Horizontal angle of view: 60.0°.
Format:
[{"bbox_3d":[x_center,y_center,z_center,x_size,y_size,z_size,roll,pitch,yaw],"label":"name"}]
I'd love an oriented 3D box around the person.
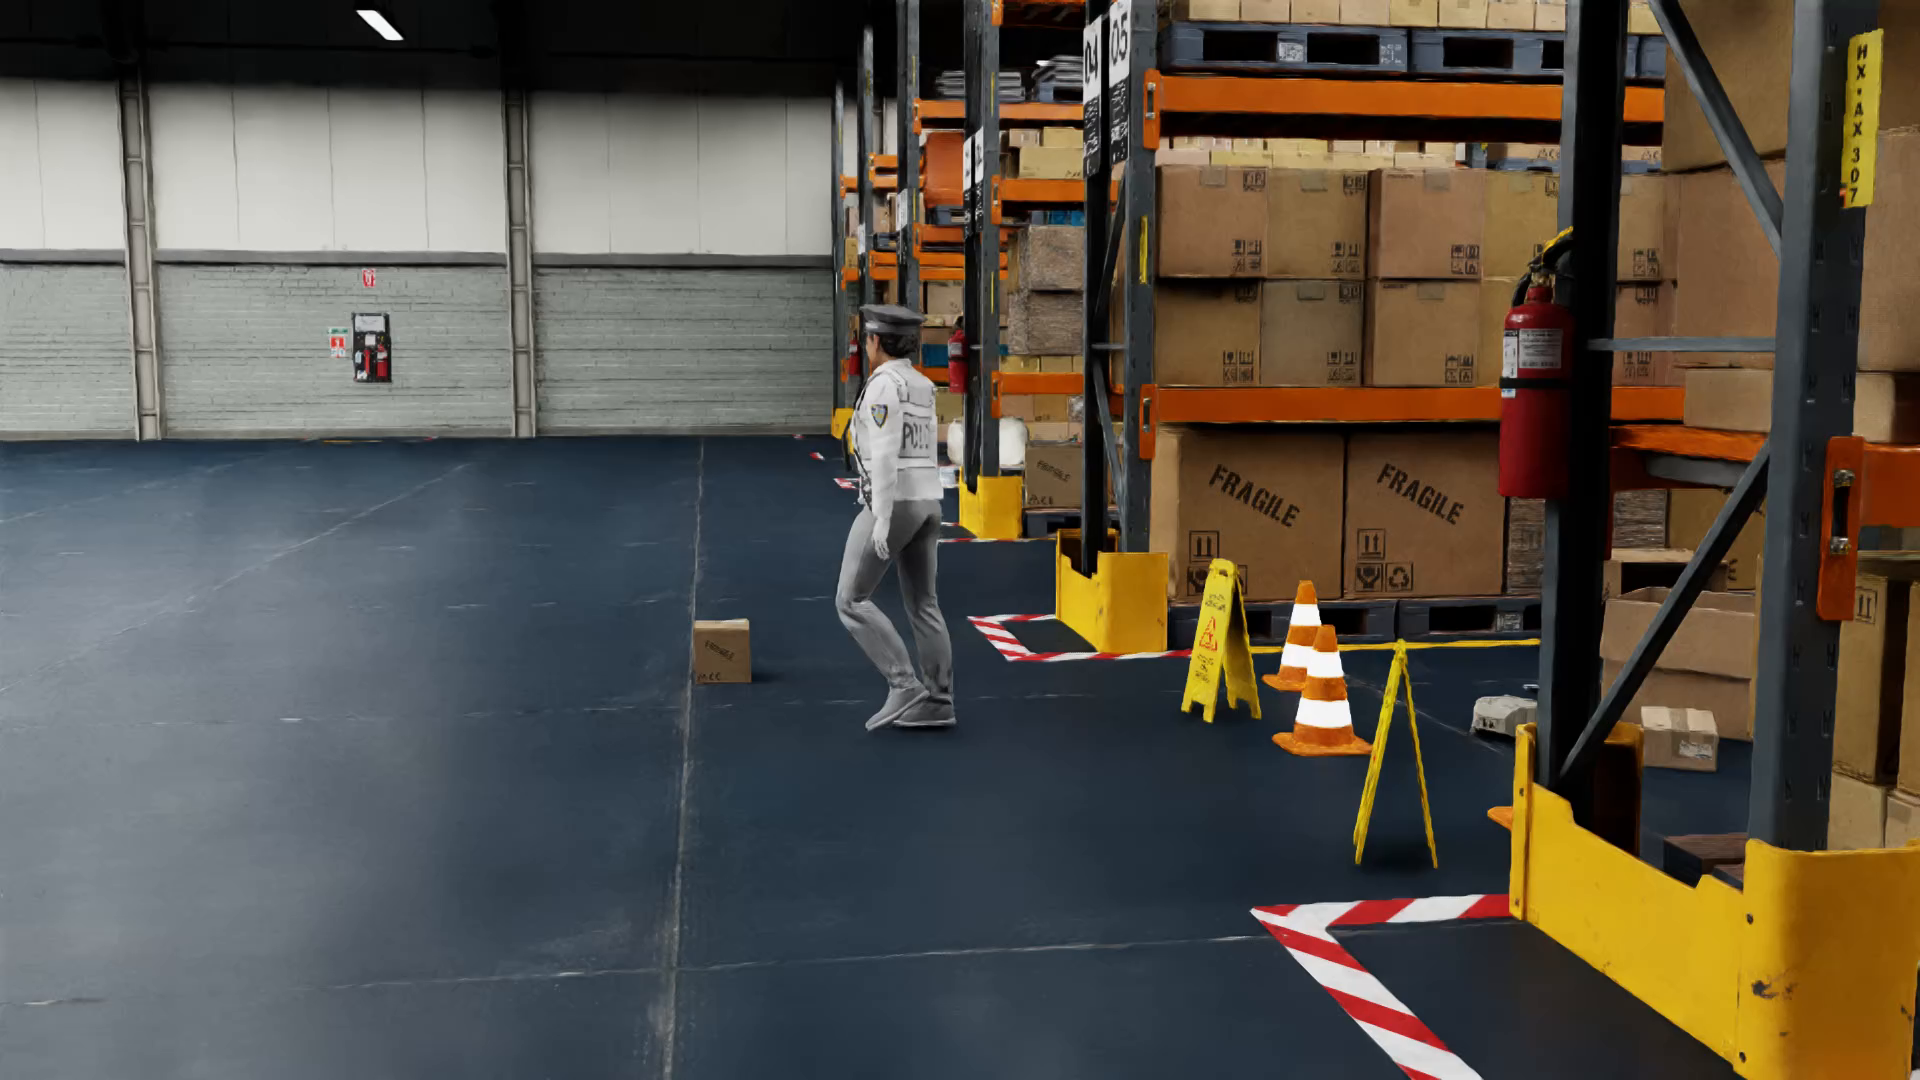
[{"bbox_3d":[-0.222,-0.093,6.527,0.430,1.663,0.536,3,7,27],"label":"person"}]
